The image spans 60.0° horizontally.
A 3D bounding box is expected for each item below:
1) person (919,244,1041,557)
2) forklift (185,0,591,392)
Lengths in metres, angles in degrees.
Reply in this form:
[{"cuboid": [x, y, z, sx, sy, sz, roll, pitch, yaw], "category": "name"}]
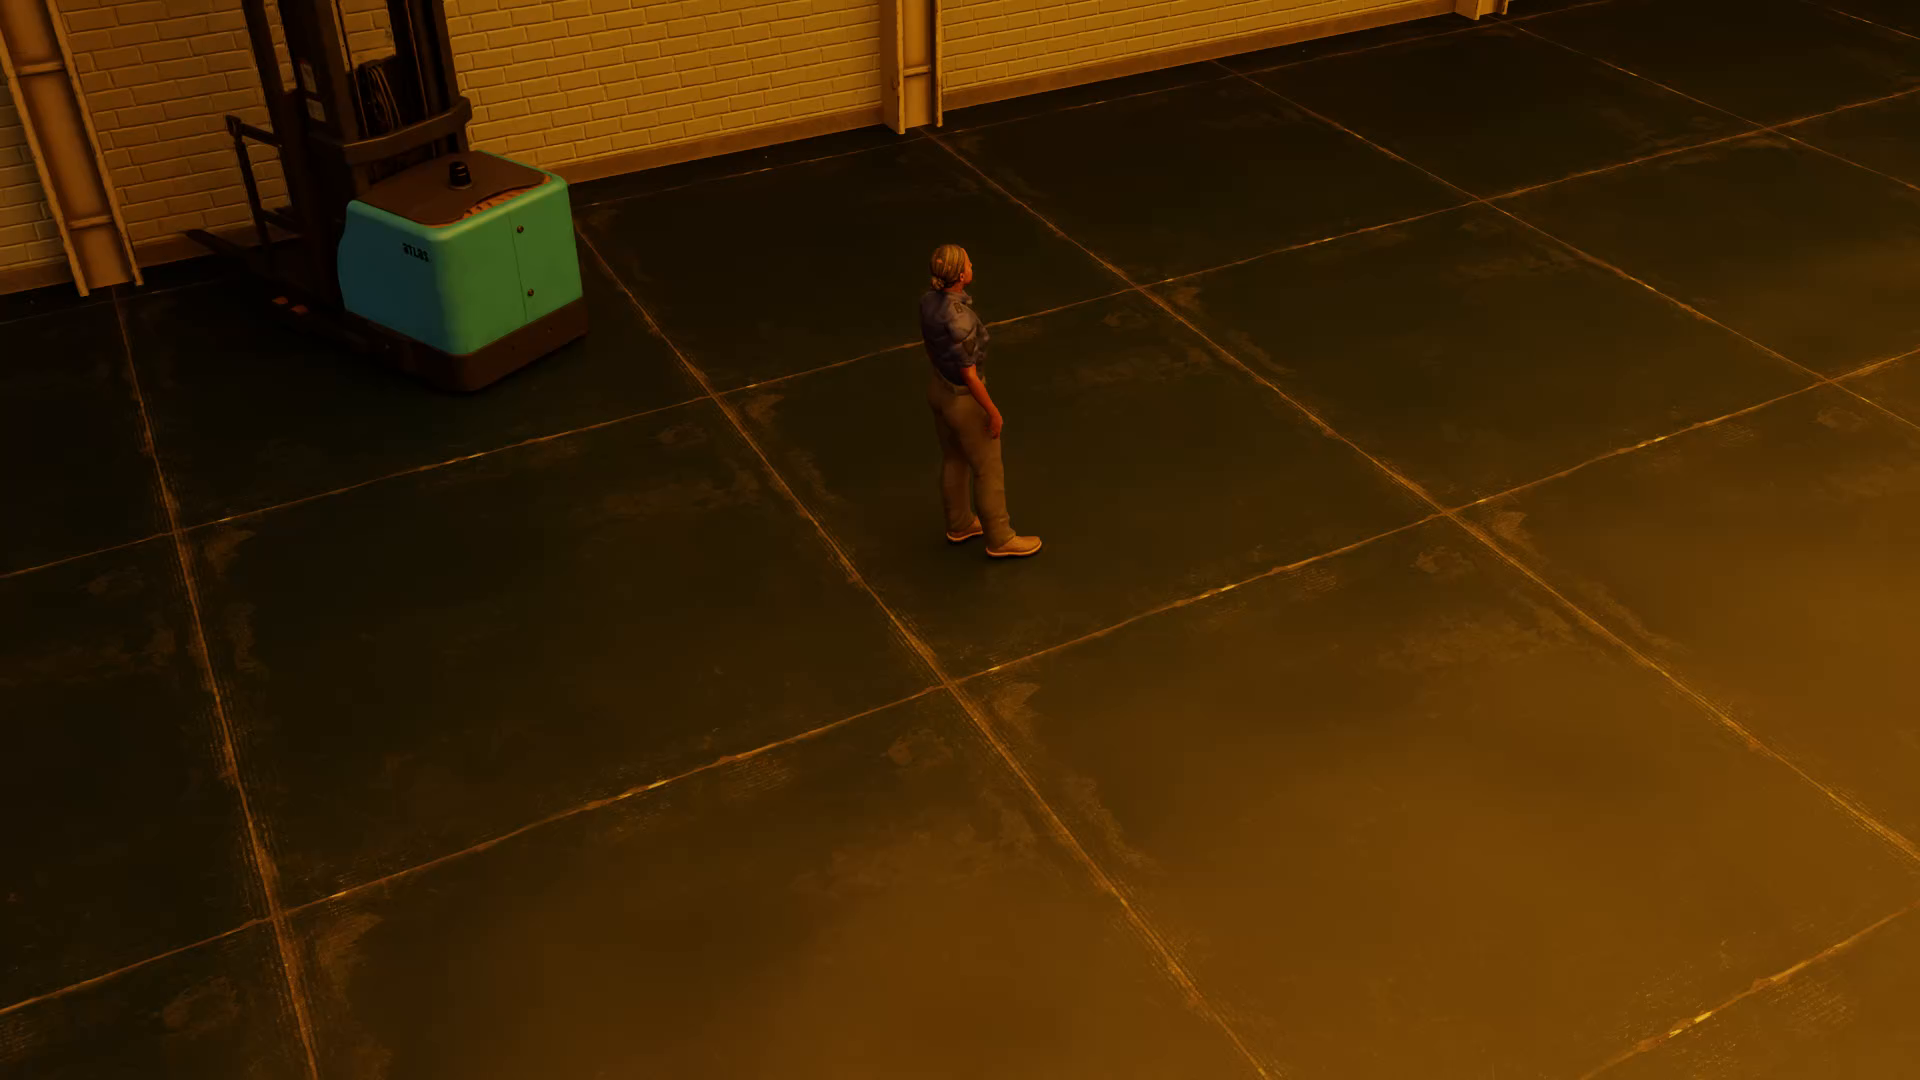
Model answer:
[{"cuboid": [0.087, -0.696, 8.200, 0.503, 1.656, 0.569, -17, 39, -23], "category": "person"}, {"cuboid": [-3.808, -2.738, 9.996, 3.031, 2.935, 1.130, 23, 41, 28], "category": "forklift"}]
